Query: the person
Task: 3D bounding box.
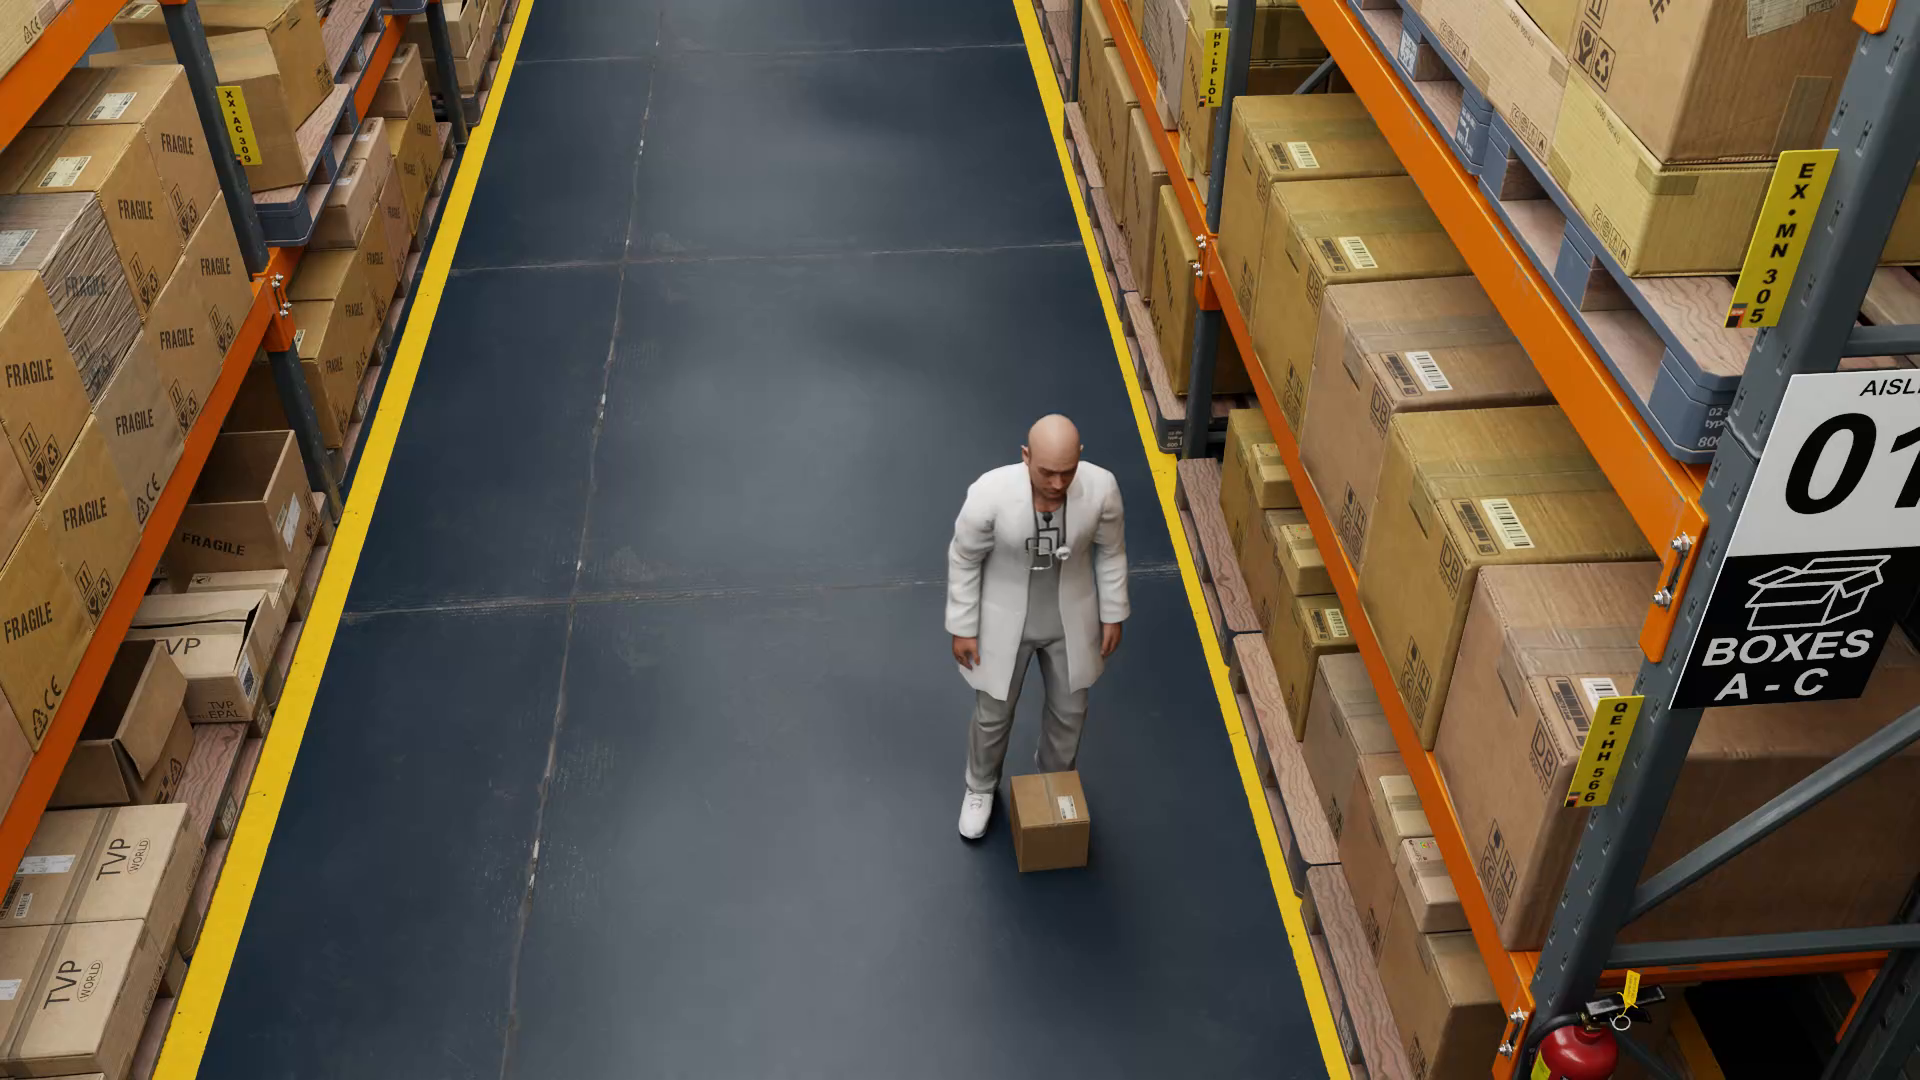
[{"bbox_3d":[0.271,0.288,5.805,0.653,1.774,0.418,-5,39,-6],"label":"person"}]
